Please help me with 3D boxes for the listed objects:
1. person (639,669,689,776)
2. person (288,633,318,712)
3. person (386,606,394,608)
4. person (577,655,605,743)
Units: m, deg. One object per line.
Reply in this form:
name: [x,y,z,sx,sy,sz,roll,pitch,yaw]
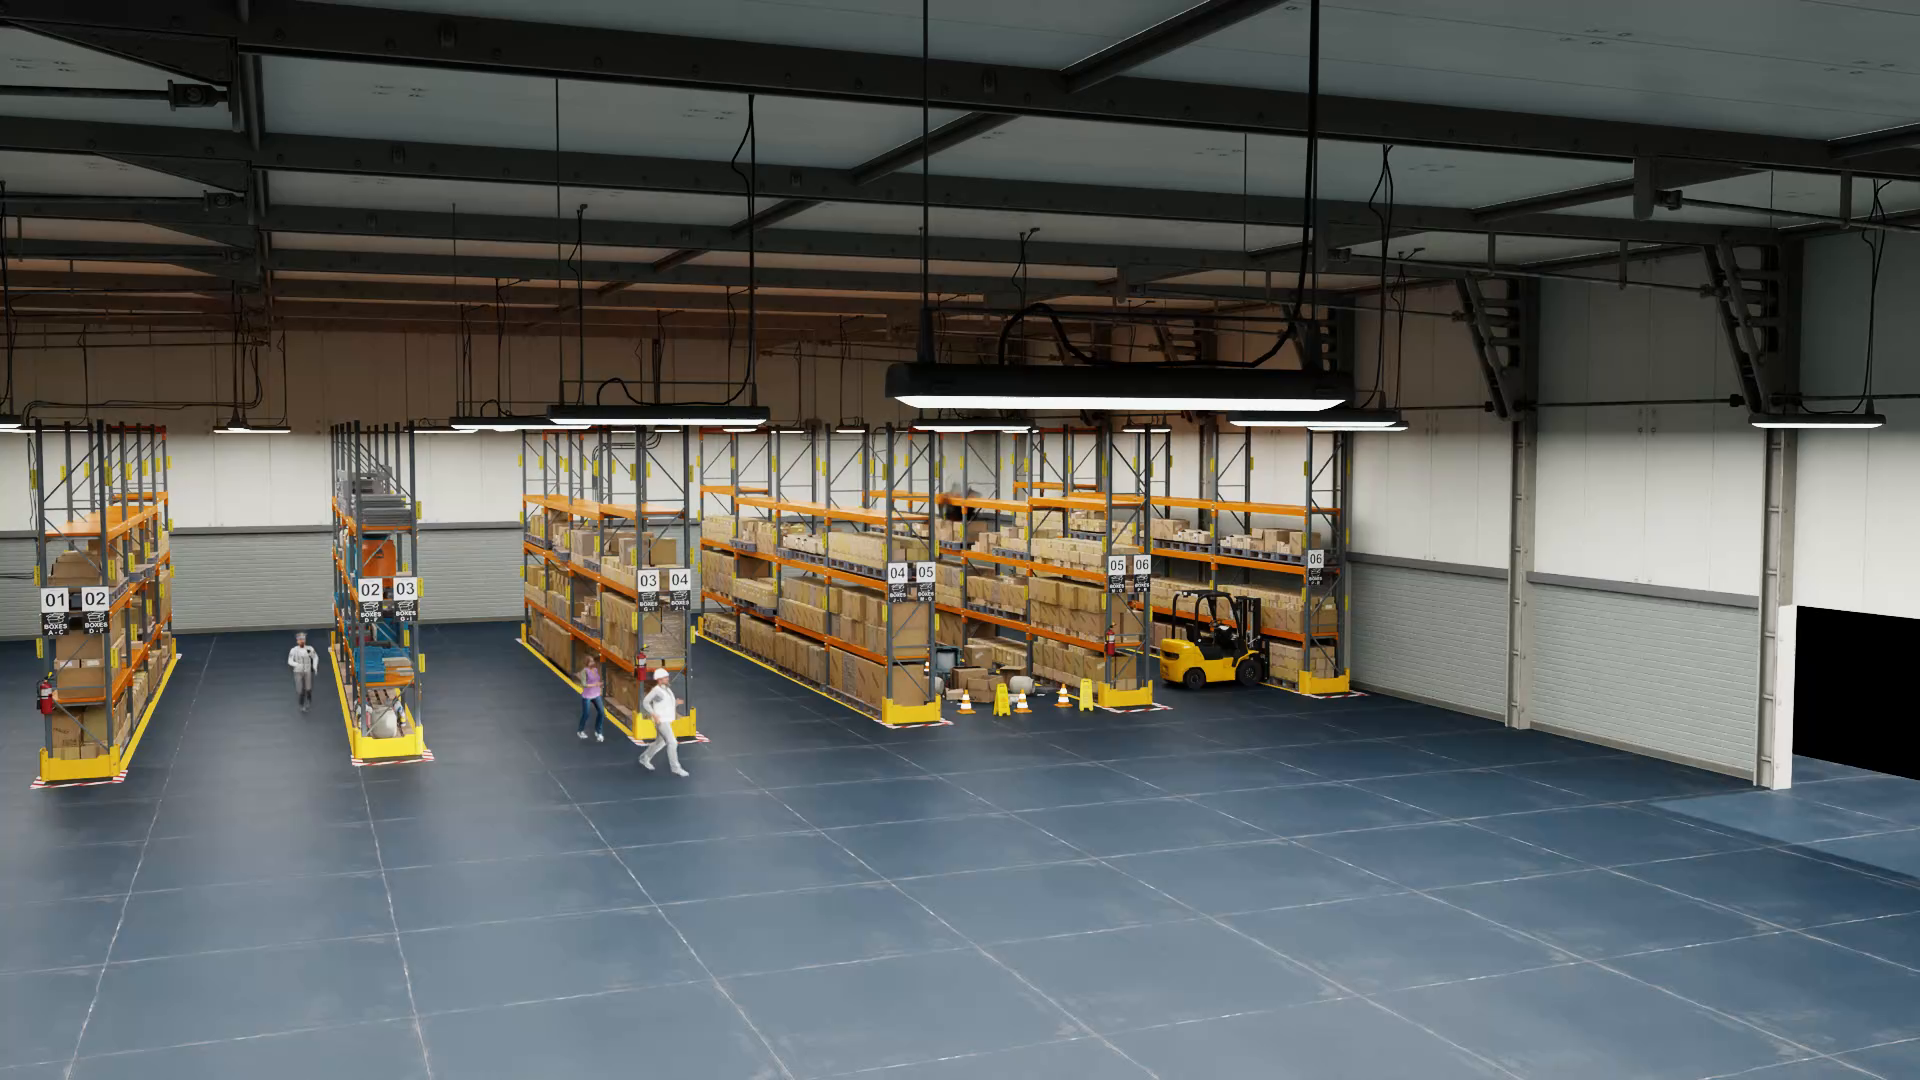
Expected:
person: [-5.007,3.062,28.041,0.921,1.789,0.644,0,4,8]
person: [-13.544,2.743,34.320,0.595,1.654,0.584,-2,4,-24]
person: [-16.051,1.961,47.183,0.649,1.696,0.585,-1,4,-11]
person: [-6.908,2.973,31.139,0.708,1.638,0.504,3,5,42]
